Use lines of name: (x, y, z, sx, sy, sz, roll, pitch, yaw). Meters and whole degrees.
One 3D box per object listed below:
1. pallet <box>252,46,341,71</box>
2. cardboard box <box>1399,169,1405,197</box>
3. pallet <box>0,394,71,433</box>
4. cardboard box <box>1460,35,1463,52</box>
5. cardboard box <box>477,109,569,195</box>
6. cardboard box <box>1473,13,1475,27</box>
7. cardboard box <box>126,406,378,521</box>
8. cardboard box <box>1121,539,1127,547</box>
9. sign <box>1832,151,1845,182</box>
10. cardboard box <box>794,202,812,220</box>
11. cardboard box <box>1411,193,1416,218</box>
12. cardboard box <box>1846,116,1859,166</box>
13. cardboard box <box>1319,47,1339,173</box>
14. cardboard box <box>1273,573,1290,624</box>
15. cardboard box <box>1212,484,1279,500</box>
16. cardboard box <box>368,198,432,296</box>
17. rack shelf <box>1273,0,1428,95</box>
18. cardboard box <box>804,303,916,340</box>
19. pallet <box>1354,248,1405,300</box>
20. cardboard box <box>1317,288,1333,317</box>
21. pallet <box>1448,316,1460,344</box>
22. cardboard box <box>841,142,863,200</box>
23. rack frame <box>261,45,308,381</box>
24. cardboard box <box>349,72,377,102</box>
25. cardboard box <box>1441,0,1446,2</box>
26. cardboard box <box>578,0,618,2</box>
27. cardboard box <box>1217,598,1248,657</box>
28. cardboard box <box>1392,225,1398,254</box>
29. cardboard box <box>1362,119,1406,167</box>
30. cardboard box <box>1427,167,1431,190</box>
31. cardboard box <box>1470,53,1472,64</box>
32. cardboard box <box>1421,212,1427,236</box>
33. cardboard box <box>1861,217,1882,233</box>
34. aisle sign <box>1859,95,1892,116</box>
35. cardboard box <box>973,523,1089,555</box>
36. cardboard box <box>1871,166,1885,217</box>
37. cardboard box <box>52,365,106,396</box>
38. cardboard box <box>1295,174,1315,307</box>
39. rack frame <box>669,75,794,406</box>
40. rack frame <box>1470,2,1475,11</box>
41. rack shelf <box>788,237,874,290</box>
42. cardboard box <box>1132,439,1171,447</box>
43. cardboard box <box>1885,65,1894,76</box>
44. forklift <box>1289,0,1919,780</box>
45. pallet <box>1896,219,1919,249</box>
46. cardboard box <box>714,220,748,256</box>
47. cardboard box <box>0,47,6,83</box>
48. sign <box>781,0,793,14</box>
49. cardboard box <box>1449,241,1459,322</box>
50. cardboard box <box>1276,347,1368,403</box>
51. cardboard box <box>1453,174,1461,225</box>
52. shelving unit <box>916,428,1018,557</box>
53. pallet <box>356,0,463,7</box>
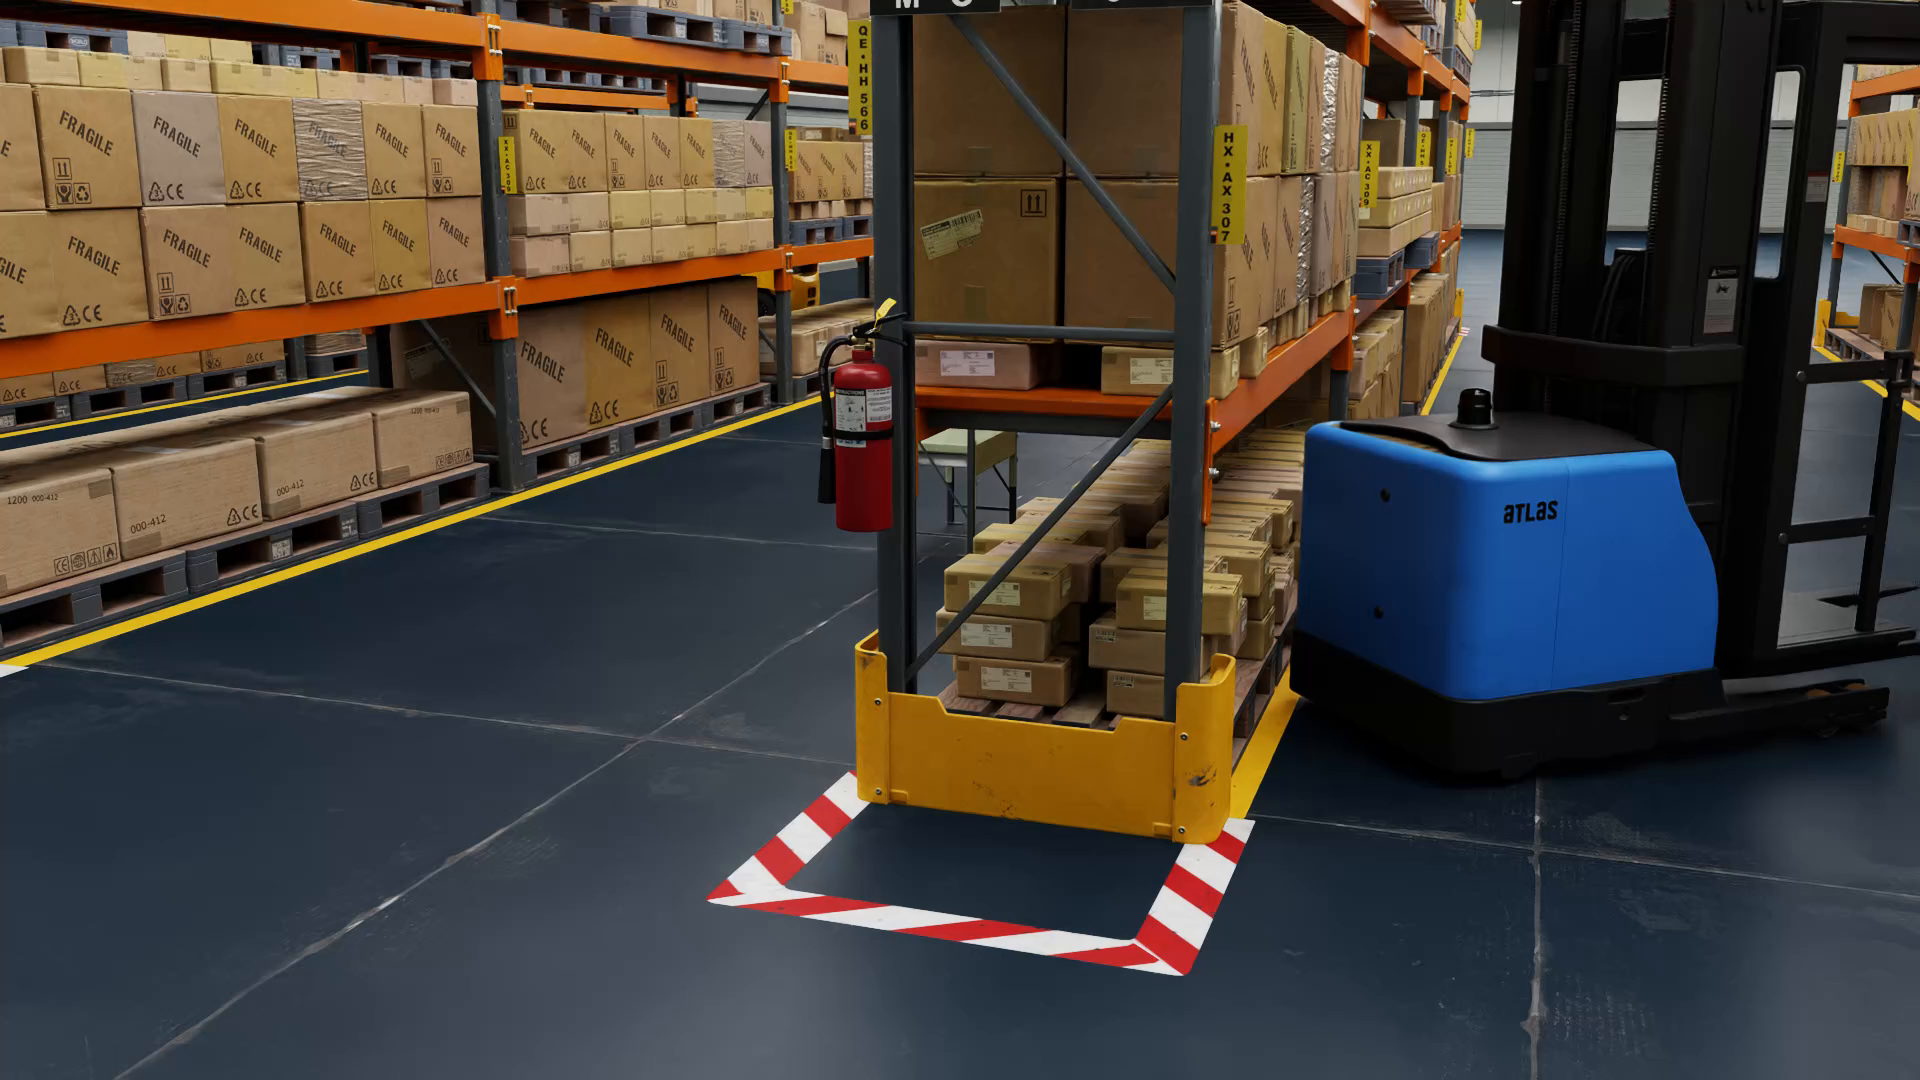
pallet: (-6.457, -4.503, 15.658, 1.213, 0.211, 1.003, 5, 14, 21)
cardboard box: (2.261, -1.984, 9.224, 0.380, 0.149, 0.250, 4, 14, 19)
pallet: (-7.658, -0.955, 12.699, 1.003, 0.211, 1.213, 4, 14, 18)
cardboard box: (4.802, -4.939, 16.541, 0.380, 0.149, 0.250, 4, 13, 18)
cardboard box: (-2.774, -2.392, 10.257, 0.500, 0.500, 0.500, 5, 14, 19)
cardboard box: (5.541, -5.810, 18.565, 0.380, 0.149, 0.250, 4, 14, 19)
cardboard box: (-3.782, -0.427, 8.931, 0.875, 0.438, 0.875, 4, 13, 17)
cardboard box: (0.457, 0.082, 6.682, 0.380, 0.149, 0.250, 5, 14, 19)
sign: (9.558, -4.058, 18.082, 0.100, 0.325, 0.005, 4, 14, 18)
cardboard box: (-1.489, -2.821, 14.226, 0.380, 0.149, 0.250, 3, 13, 15)
cardboard box: (2.595, -2.056, 10.206, 0.380, 0.149, 0.250, 4, 13, 17)
cardboard box: (9.636, -4.182, 17.431, 0.500, 0.500, 0.500, 4, 14, 18)
cardboard box: (1.291, -1.796, 6.975, 0.500, 0.500, 0.500, 5, 14, 20)
cardboard box: (1.129, 0.225, 6.726, 0.380, 0.149, 0.250, 4, 13, 16)
cardboard box: (1.123, -0.136, 6.969, 0.380, 0.149, 0.250, 4, 14, 19)
cardboard box: (-3.257, -1.608, 9.068, 0.500, 0.500, 0.500, 4, 13, 17)
rack shelf: (2.176, -2.982, 10.187, 1.077, 0.370, 4.000, 4, 14, 18)
cardboard box: (-0.996, -2.130, 16.541, 0.950, 0.372, 0.625, 5, 14, 22)
pallet: (1.913, -1.506, 9.276, 1.003, 0.211, 1.213, 4, 14, 18)
cardboard box: (1.534, -1.136, 7.787, 0.380, 0.149, 0.250, 5, 14, 21)
pallet: (5.226, -2.442, 19.214, 1.003, 0.211, 1.213, 4, 14, 18)
cardboard box: (-1.202, -3.325, 14.980, 0.500, 0.500, 0.500, 5, 14, 19)
rack frame: (-6.592, -2.983, 15.316, 1.000, 3.000, 0.127, 4, 14, 18)
cardboard box: (-3.329, -2.395, 8.810, 0.380, 0.149, 0.250, 4, 14, 18)
cardboard box: (4.556, -5.168, 15.752, 0.380, 0.149, 0.250, 4, 14, 19)
cardboard box: (-2.447, -3.579, 10.766, 0.380, 0.166, 0.250, 3, 13, 15)
cardboard box: (0.789, 0.288, 5.780, 0.380, 0.149, 0.250, 4, 14, 18)
cardboard box: (2.175, -1.640, 9.053, 0.380, 0.149, 0.250, 5, 14, 19)
cardboard box: (2.977, -2.921, 12.574, 0.700, 0.500, 0.500, 4, 14, 18)
cardboard box: (3.014, -2.475, 11.373, 0.380, 0.149, 0.250, 4, 14, 18)
cardboard box: (5.542, -5.422, 18.656, 0.380, 0.149, 0.250, 4, 14, 19)
cardboard box: (2.933, -2.130, 11.201, 0.380, 0.149, 0.250, 5, 14, 19)
cardboard box: (9.177, -3.123, 16.495, 0.380, 0.149, 0.250, 4, 14, 18)
aisle sign: (9.808, -4.899, 17.870, 0.394, 0.787, 0.004, 4, 14, 18)
cardboard box: (0.265, 0.046, 6.171, 0.380, 0.149, 0.250, 4, 13, 17)
cardboard box: (9.617, -3.461, 16.518, 0.875, 0.500, 0.500, 4, 14, 18)
cardboard box: (-7.188, -1.430, 13.186, 0.500, 0.500, 0.500, 4, 13, 17)
cardboard box: (1.120, -1.200, 6.610, 0.500, 0.500, 0.500, 4, 13, 17)
rack frame: (-1.894, -2.626, 13.754, 1.000, 3.000, 0.127, 4, 14, 18)
rack frame: (5.411, -6.900, 18.998, 1.000, 3.000, 0.127, 4, 14, 18)
rack shelf: (-1.247, -2.697, 15.679, 1.077, 0.370, 4.000, 4, 14, 18)
cardboard box: (1.076, -0.443, 8.312, 0.380, 0.149, 0.250, 5, 14, 21)
cardboard box: (9.182, -4.581, 15.912, 0.500, 0.250, 0.500, 5, 14, 20)
forklift: (2.803, -0.832, 6.048, 3.031, 2.935, 1.130, -5, 14, -21)
pallet: (8.392, -2.511, 13.680, 1.003, 0.211, 1.213, 4, 14, 18)
cardboard box: (-1.962, -2.319, 12.746, 0.500, 0.250, 0.500, 5, 14, 19)
cardboard box: (-4.088, -1.910, 6.684, 0.380, 0.149, 0.250, 5, 14, 20)
sign: (-1.371, -4.338, 13.171, 0.100, 0.325, 0.005, 4, 14, 18)
cardboard box: (5.254, -2.997, 19.209, 0.875, 0.875, 0.875, 4, 14, 19)
cardboard box: (2.018, -0.937, 9.342, 0.500, 0.250, 0.500, 4, 13, 16)
cardboard box: (5.177, -3.850, 18.778, 0.875, 0.550, 0.550, 4, 14, 18)
shelving unit: (0.002, -0.733, 8.827, 0.431, 1.500, 0.755, 4, 14, 18)
pallet: (-3.463, -3.032, 8.989, 1.003, 0.211, 1.213, 4, 14, 18)
